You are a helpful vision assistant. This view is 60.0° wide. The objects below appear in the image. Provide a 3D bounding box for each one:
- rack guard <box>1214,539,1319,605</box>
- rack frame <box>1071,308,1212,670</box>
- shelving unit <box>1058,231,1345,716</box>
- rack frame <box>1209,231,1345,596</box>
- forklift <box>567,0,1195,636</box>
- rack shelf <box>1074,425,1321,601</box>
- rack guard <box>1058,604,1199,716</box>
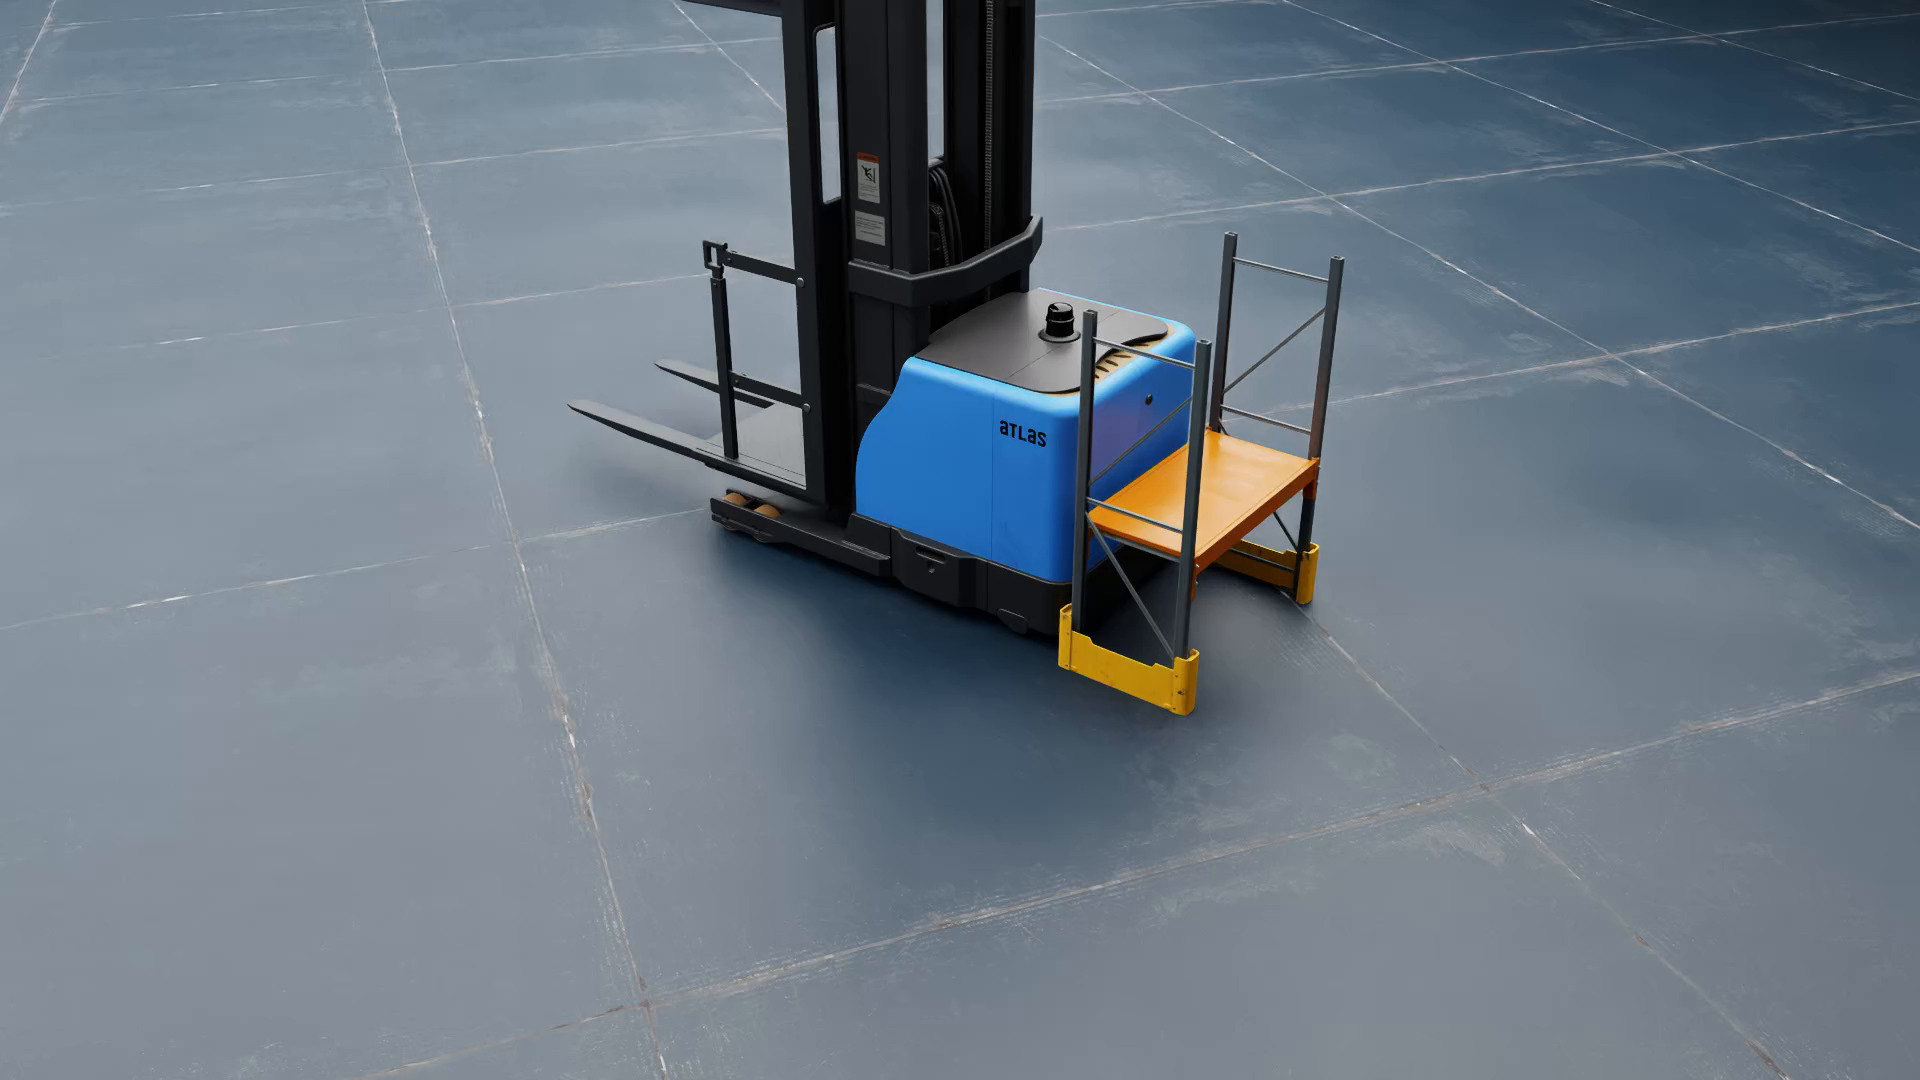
[{"bbox_3d":[1.239,0.063,7.095,0.587,0.250,0.087,20,35,31],"label":"rack guard"},{"bbox_3d":[0.641,-0.085,6.093,0.500,1.500,0.032,20,35,31],"label":"rack frame"},{"bbox_3d":[0.940,-0.283,6.440,0.587,1.500,1.083,20,35,31],"label":"shelving unit"},{"bbox_3d":[1.251,-0.488,6.799,0.500,1.500,0.032,20,35,31],"label":"rack frame"},{"bbox_3d":[-0.511,-1.453,7.049,3.031,2.935,1.130,19,35,30],"label":"forklift"},{"bbox_3d":[0.946,-0.130,6.535,0.538,0.185,1.000,20,35,31],"label":"rack shelf"},{"bbox_3d":[0.641,0.458,6.403,0.587,0.250,0.087,20,35,31],"label":"rack guard"}]
